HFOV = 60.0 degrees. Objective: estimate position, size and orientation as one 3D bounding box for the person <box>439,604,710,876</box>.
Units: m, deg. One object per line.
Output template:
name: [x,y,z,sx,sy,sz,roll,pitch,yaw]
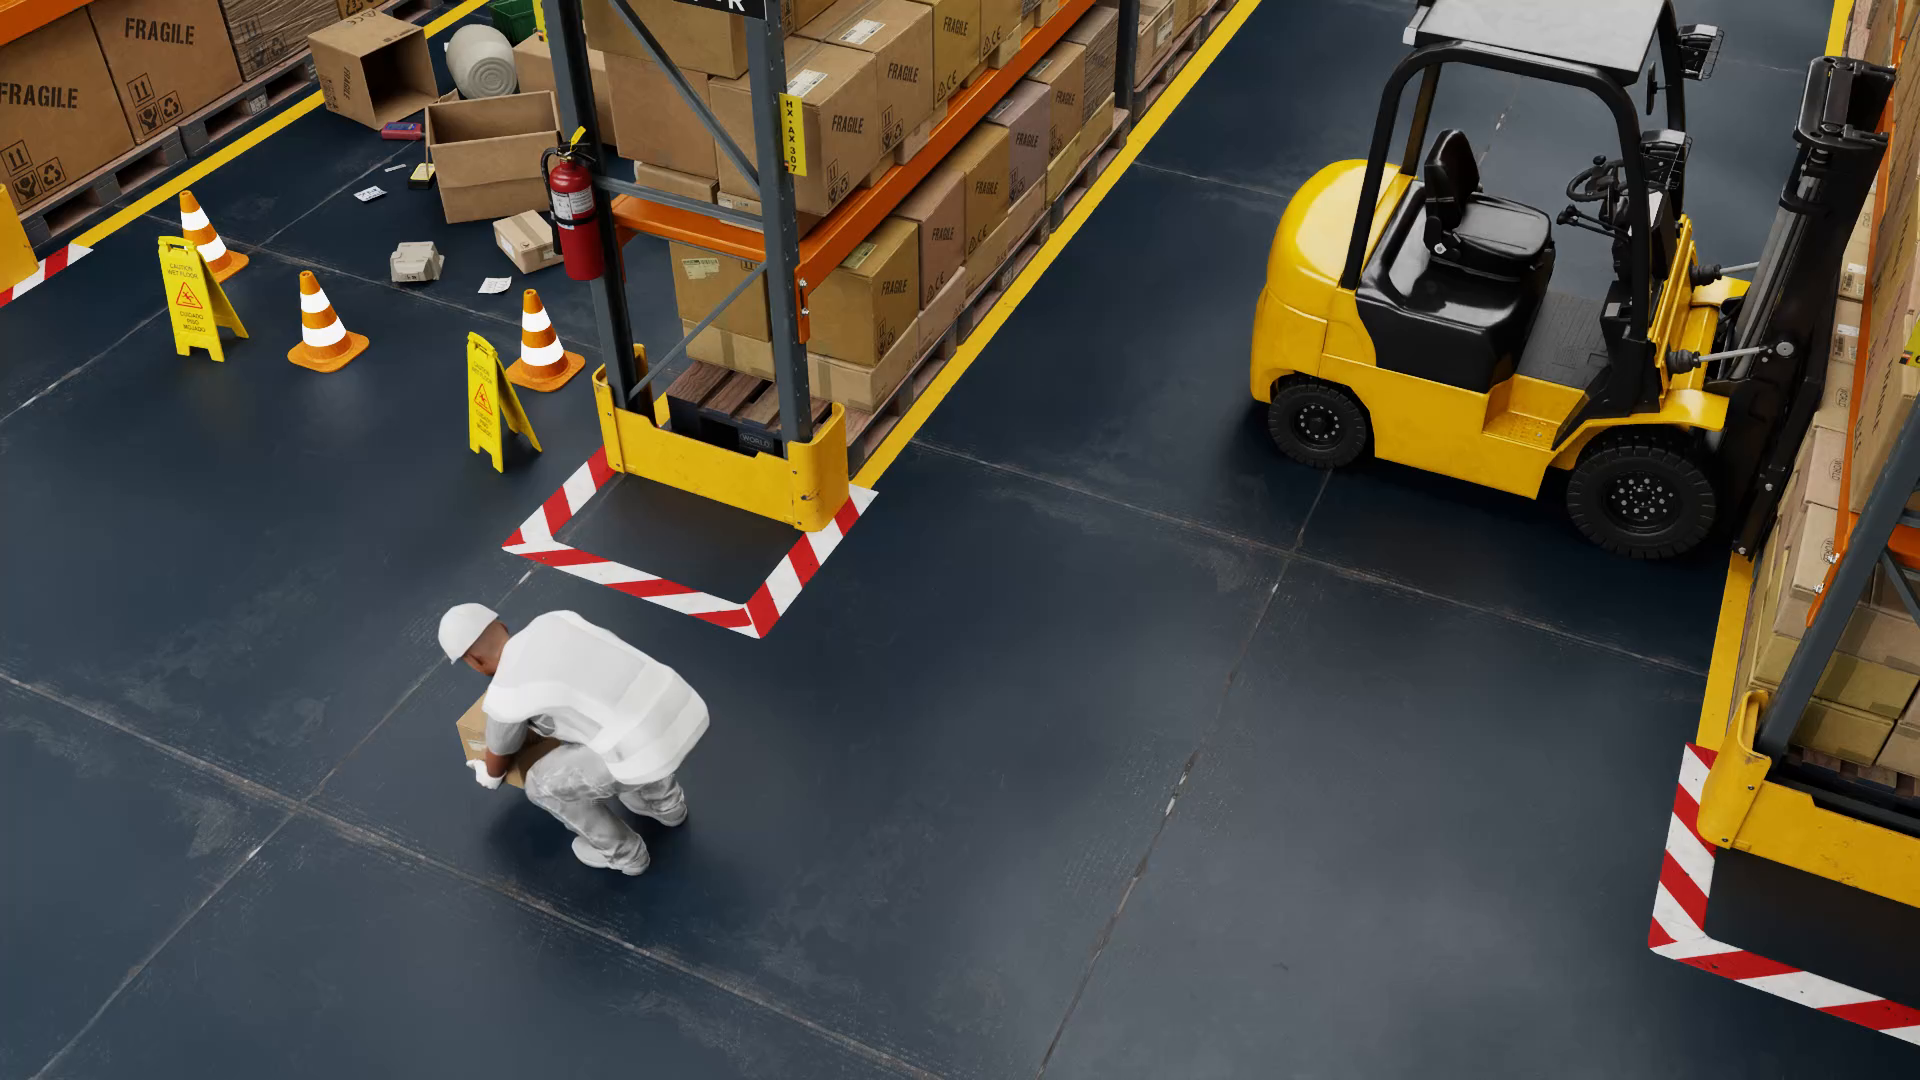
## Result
person: [-1.366,0.702,5.953,0.948,0.992,0.551,16,44,18]
